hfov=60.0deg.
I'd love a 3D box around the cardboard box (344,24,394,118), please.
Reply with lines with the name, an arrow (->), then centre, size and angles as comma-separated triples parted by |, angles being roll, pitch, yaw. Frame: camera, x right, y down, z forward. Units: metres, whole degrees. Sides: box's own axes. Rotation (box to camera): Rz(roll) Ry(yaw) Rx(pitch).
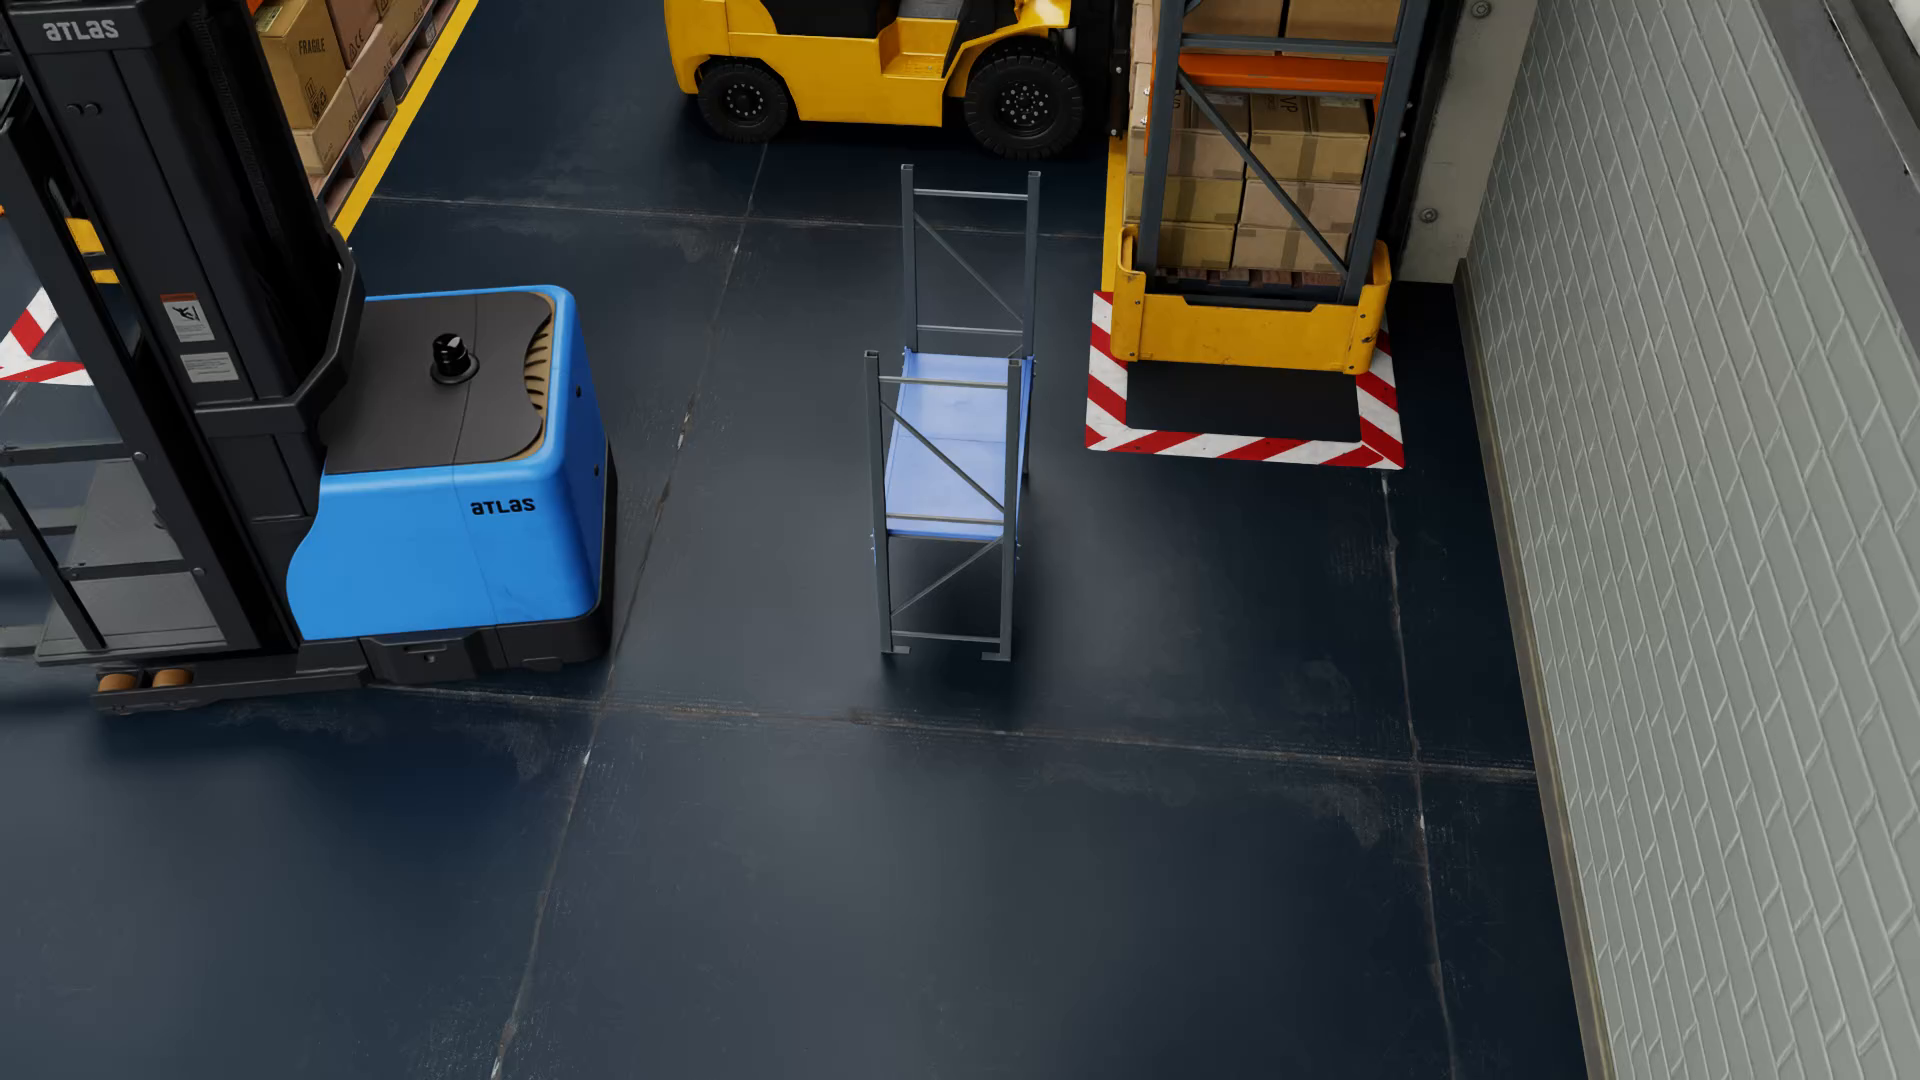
cardboard box -> -3.262, -2.427, 8.541 | 0.500, 0.250, 0.500 | 5, 48, 5

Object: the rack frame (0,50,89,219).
rack frame -> -3.665, -2.264, 6.814 | 1.000, 3.000, 0.127 | 4, 48, 4

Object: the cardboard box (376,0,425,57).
cardboard box -> -3.225, -2.828, 8.909 | 0.500, 0.250, 0.500 | 7, 48, 6

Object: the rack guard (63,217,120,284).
rack guard -> -3.658, -1.476, 7.787 | 1.175, 0.500, 0.348 | 4, 48, 4

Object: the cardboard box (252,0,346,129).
cardboard box -> -3.315, -2.323, 7.938 | 0.500, 0.500, 0.500 | 2, 48, 2

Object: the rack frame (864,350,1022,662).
rack frame -> -0.054, -0.070, 5.824 | 0.500, 1.500, 0.032 | 4, 48, 4

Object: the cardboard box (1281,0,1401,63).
cardboard box -> 1.600, -2.312, 6.790 | 0.500, 0.500, 0.500 | 5, 48, 5

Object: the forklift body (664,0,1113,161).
forklift body -> -0.366, -3.163, 8.211 | 2.313, 2.155, 1.214 | 4, 48, 4

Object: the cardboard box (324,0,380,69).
cardboard box -> -3.272, -2.707, 8.290 | 0.500, 0.500, 0.500 | 2, 48, 2

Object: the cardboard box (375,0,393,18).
cardboard box -> -3.218, -3.075, 8.626 | 0.500, 0.500, 0.500 | 5, 48, 4

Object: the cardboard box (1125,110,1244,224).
cardboard box -> 1.011, -1.694, 7.533 | 0.500, 0.250, 0.500 | 3, 48, 3

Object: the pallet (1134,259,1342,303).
pallet -> 1.306, -1.557, 8.057 | 1.003, 0.211, 1.213 | 4, 48, 4

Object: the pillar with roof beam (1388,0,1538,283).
pillar with roof beam -> -2.048, -4.698, 4.975 | 9.100, 9.000, 0.400 | 4, 48, 4

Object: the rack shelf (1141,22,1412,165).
rack shelf -> 1.460, -3.160, 8.121 | 1.077, 0.370, 4.000 | 4, 48, 4

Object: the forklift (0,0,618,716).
forklift -> -2.880, -0.753, 5.479 | 3.031, 2.935, 1.130 | -5, 48, -4

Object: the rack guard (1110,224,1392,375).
rack guard -> 1.276, -1.072, 7.417 | 1.175, 0.500, 0.348 | 4, 48, 4

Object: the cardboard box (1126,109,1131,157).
cardboard box -> 1.061, -1.878, 8.040 | 0.500, 0.250, 0.500 | 4, 48, 4

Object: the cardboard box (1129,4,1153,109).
cardboard box -> 1.050, -2.219, 7.674 | 0.500, 0.250, 0.500 | 5, 48, 4

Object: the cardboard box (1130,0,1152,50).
cardboard box -> 1.086, -2.591, 8.014 | 0.500, 0.250, 0.500 | 4, 48, 4

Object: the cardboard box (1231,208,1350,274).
cardboard box -> 1.518, -1.495, 7.689 | 0.500, 0.250, 0.500 | 4, 48, 4

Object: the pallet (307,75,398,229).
pallet -> -3.549, -1.973, 8.438 | 1.003, 0.211, 1.213 | 4, 48, 4

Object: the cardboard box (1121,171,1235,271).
cardboard box -> 1.006, -1.513, 7.706 | 0.500, 0.250, 0.500 | 4, 48, 4

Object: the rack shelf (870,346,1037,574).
rack shelf -> -0.008, -0.322, 6.298 | 0.538, 0.185, 1.000 | 4, 48, 4

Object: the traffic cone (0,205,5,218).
traffic cone -> -4.911, -1.811, 8.118 | 0.336, 0.463, 0.334 | 4, 48, 4

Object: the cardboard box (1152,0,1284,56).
cardboard box -> 1.061, -2.346, 6.821 | 0.500, 0.500, 0.500 | 3, 48, 3

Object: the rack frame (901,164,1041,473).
rack frame -> 0.039, -0.817, 6.507 | 0.500, 1.500, 0.032 | 4, 48, 4

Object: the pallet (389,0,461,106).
pallet -> -3.435, -2.868, 9.256 | 1.003, 0.211, 1.213 | 4, 48, 4

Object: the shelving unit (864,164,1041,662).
shelving unit -> -0.008, -0.443, 6.165 | 0.538, 1.500, 1.048 | 4, 48, 4

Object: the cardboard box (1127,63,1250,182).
cardboard box -> 1.009, -1.844, 7.331 | 0.500, 0.250, 0.500 | 5, 48, 5

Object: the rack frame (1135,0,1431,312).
rack frame -> 1.278, -1.933, 6.511 | 1.000, 3.000, 0.127 | 4, 48, 4

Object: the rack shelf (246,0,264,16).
rack shelf -> -3.483, -3.491, 8.424 | 1.077, 0.370, 4.000 | 4, 48, 4

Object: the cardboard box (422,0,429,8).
cardboard box -> -3.177, -3.199, 9.248 | 0.500, 0.250, 0.500 | 5, 48, 4

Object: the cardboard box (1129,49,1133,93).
cardboard box -> 1.094, -2.443, 8.217 | 0.500, 0.250, 0.500 | 3, 48, 3

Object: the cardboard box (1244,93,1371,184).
cardboard box -> 1.510, -1.825, 7.313 | 0.500, 0.250, 0.500 | 3, 48, 3

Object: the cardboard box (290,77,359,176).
cardboard box -> -3.316, -2.052, 8.199 | 0.500, 0.250, 0.500 | 4, 48, 3

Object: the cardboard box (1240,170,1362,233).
cardboard box -> 1.528, -1.647, 7.490 | 0.500, 0.250, 0.500 | 5, 48, 4
